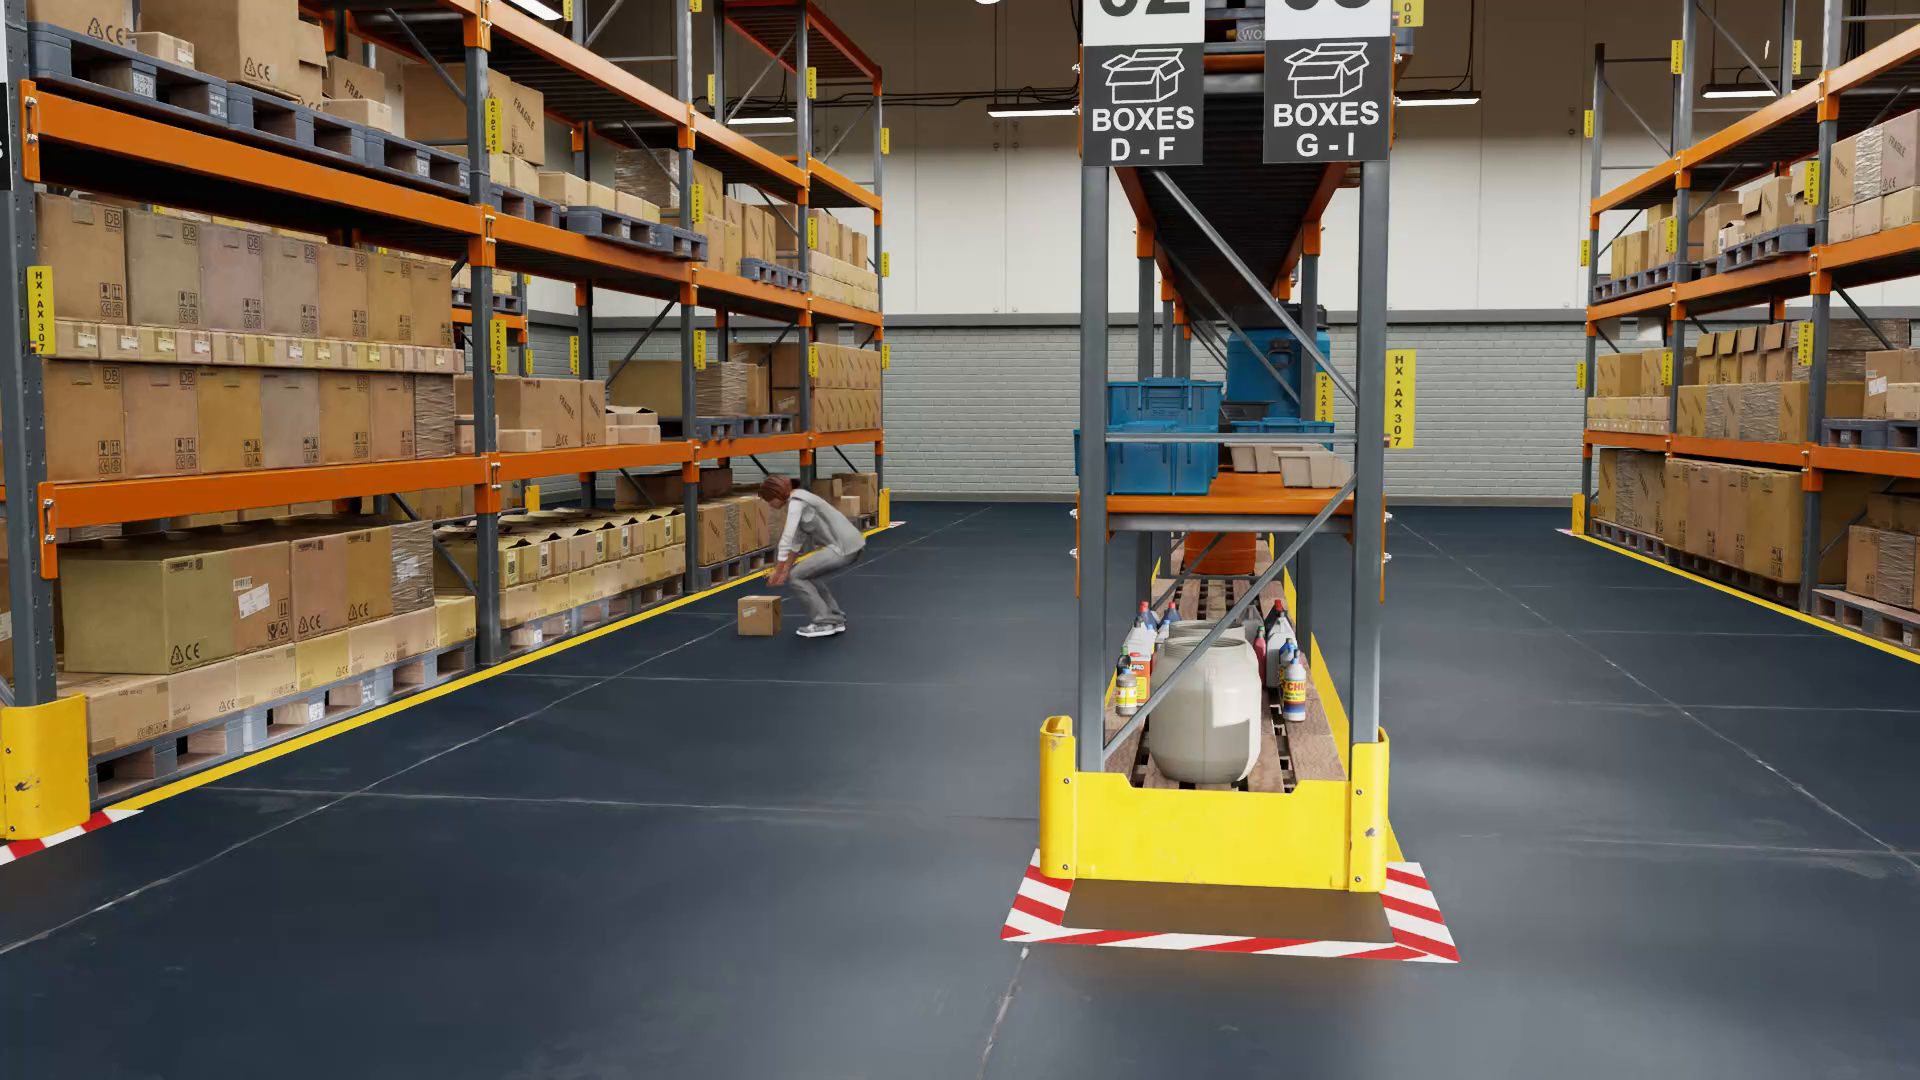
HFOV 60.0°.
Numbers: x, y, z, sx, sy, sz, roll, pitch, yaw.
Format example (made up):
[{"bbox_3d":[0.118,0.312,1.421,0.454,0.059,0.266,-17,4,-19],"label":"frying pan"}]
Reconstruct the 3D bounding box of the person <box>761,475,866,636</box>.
[{"bbox_3d":[-1.034,0.115,11.691,0.736,1.115,0.463,1,5,9],"label":"person"}]
